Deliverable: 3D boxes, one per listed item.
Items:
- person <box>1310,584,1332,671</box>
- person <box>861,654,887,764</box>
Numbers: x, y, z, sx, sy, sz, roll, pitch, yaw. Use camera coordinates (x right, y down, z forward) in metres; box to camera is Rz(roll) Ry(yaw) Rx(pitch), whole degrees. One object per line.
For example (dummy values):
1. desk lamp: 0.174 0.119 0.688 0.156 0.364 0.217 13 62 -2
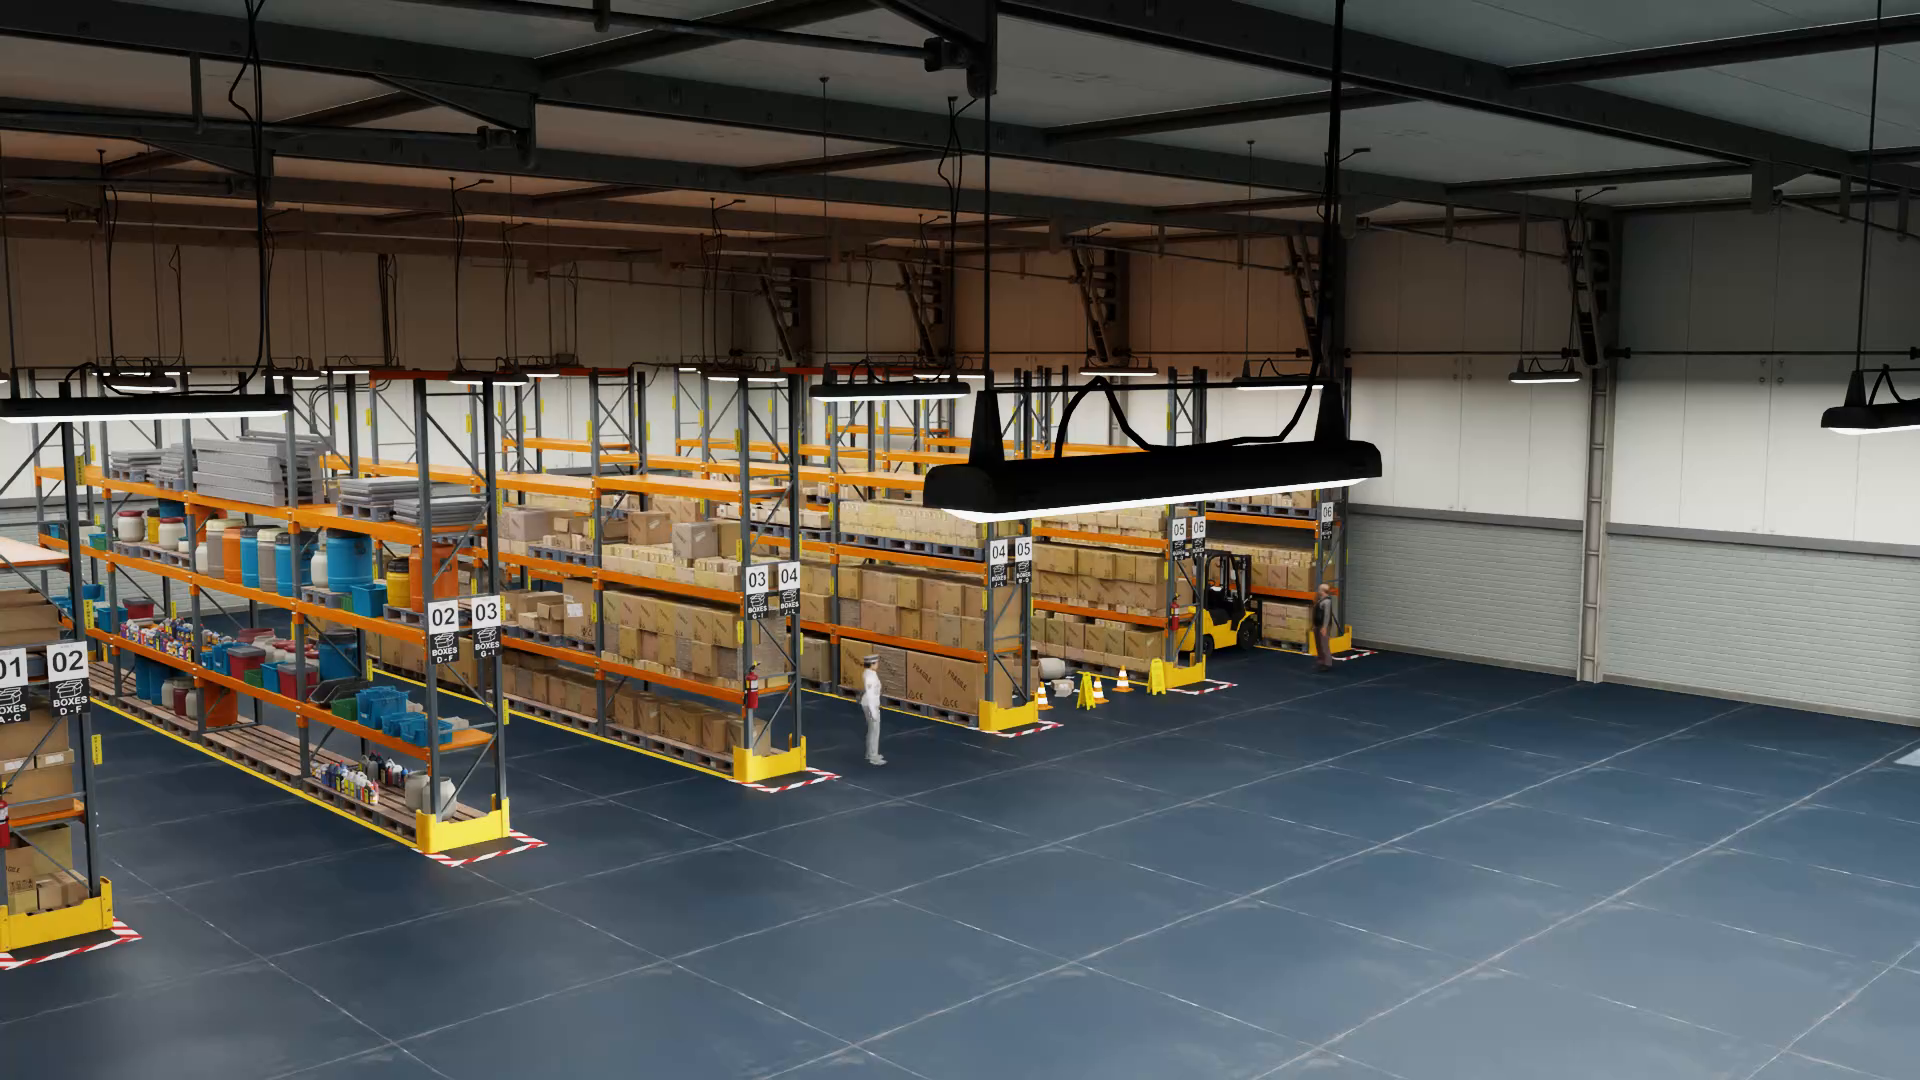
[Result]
1. person: 7.217 1.740 33.189 0.398 1.738 0.590 -2 7 -18
2. person: -1.349 2.614 25.813 0.378 1.688 0.542 -1 7 -11
